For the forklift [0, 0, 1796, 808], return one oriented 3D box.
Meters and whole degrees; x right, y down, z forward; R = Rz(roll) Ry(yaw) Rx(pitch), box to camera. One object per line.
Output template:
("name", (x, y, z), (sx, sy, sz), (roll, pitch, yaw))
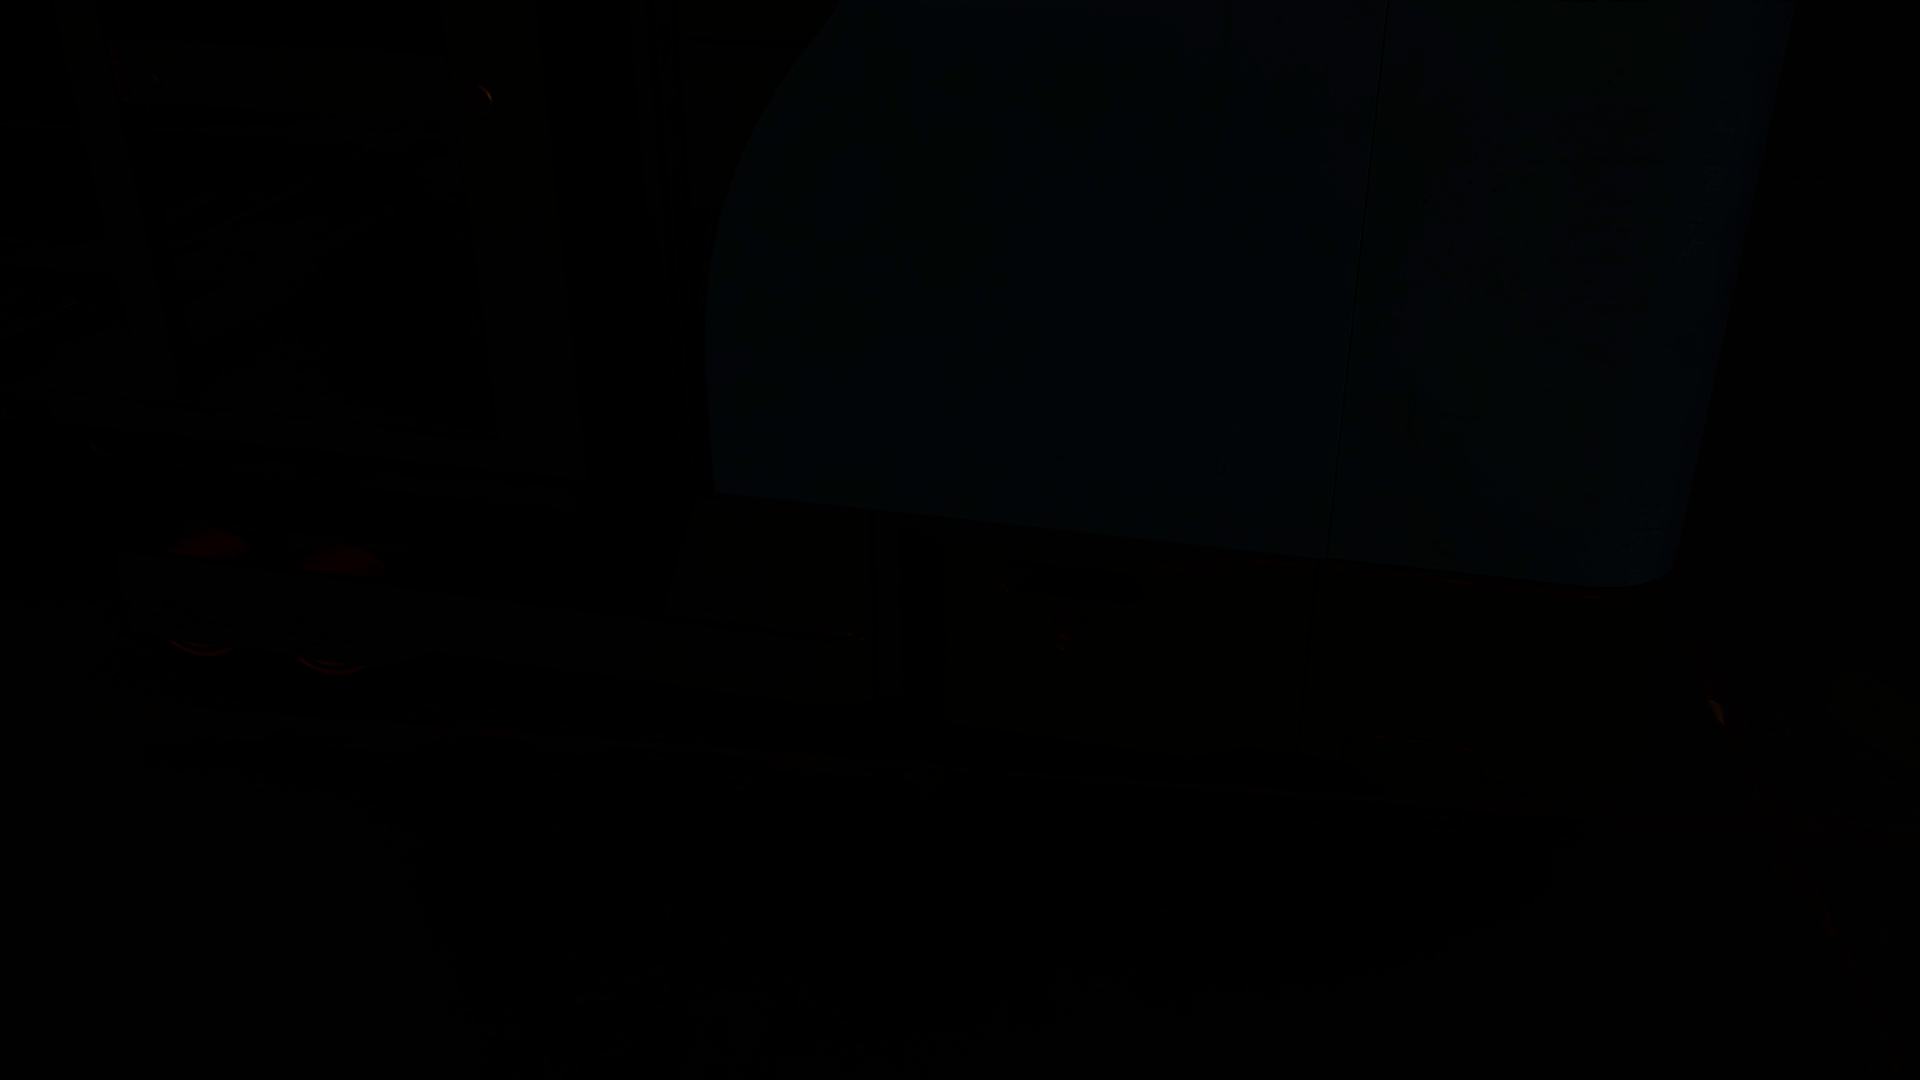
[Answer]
("forklift", (-0.598, -1.357, 1.937), (3.031, 2.935, 1.130), (6, 27, 13))
